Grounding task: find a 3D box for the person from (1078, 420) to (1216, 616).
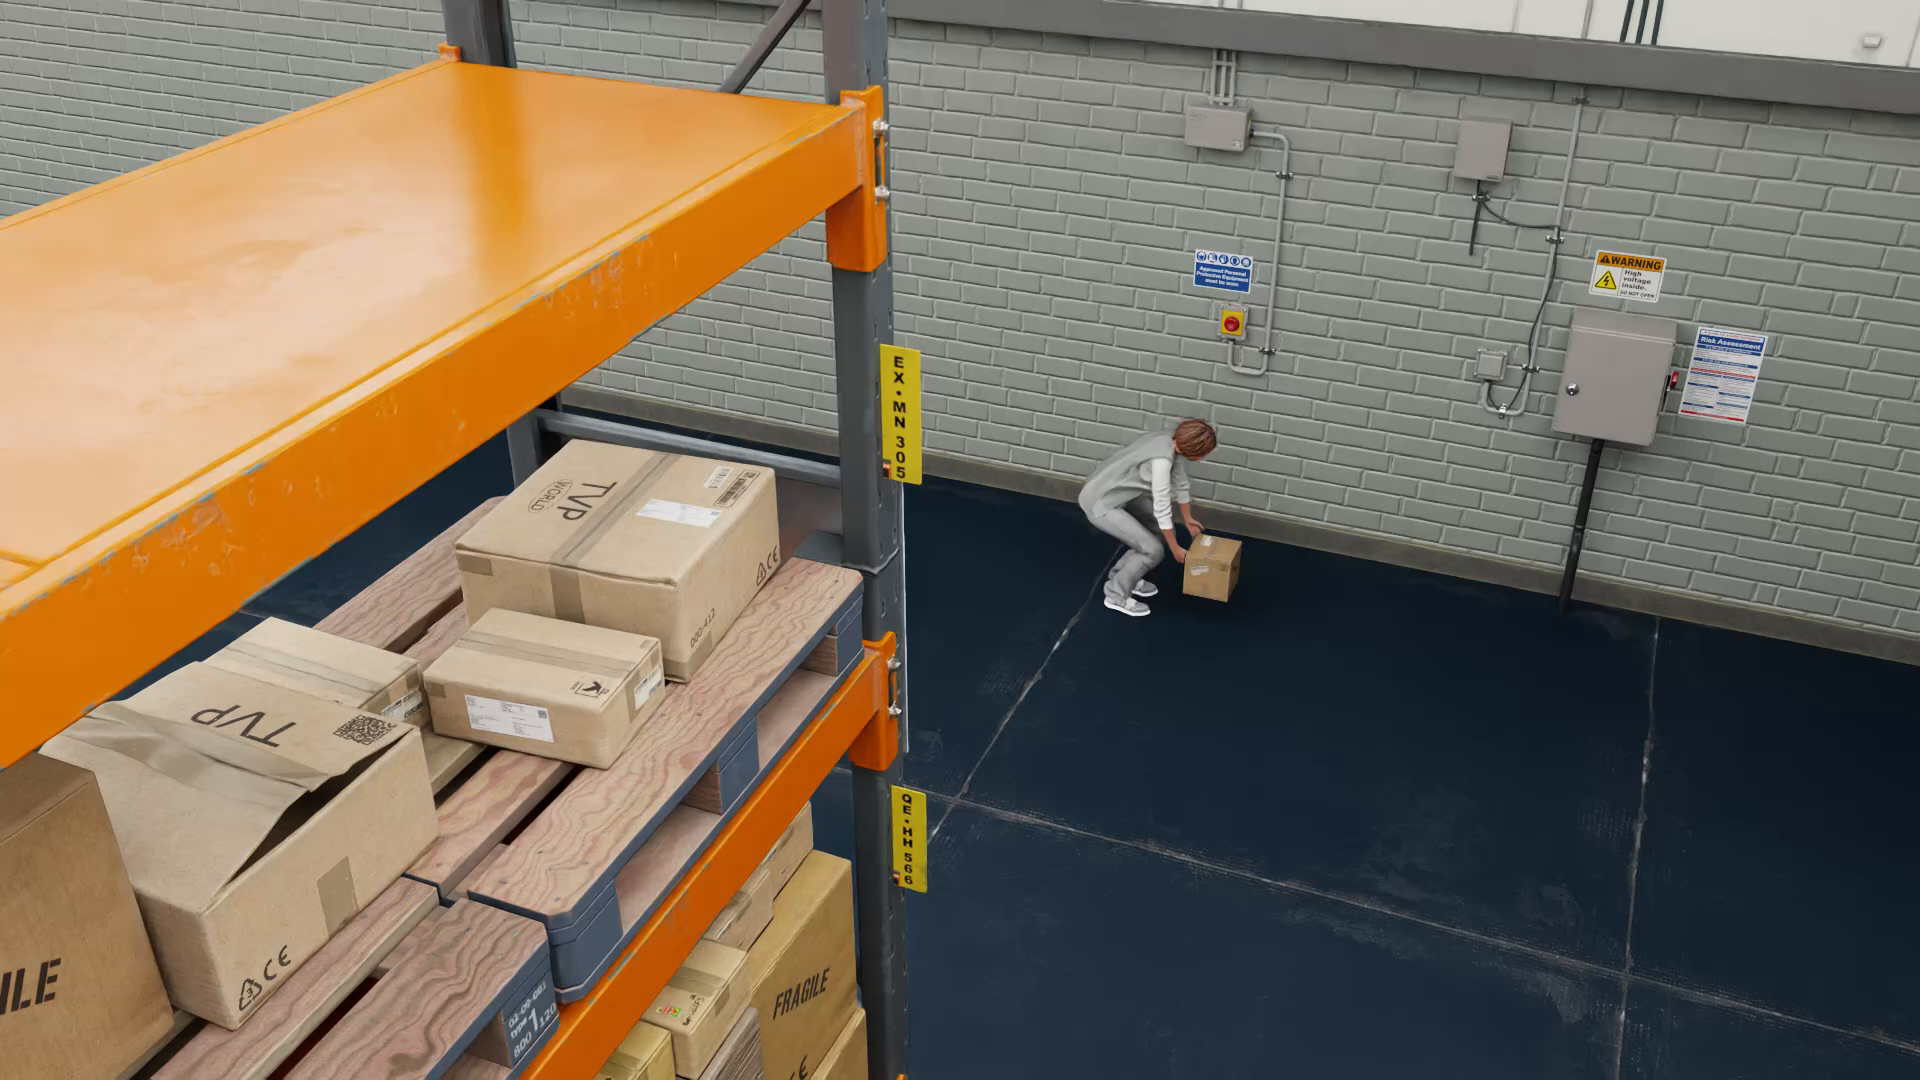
[{"bbox_3d":[1.015,-0.165,9.120,0.720,1.163,0.462,12,32,19],"label":"person"}]
